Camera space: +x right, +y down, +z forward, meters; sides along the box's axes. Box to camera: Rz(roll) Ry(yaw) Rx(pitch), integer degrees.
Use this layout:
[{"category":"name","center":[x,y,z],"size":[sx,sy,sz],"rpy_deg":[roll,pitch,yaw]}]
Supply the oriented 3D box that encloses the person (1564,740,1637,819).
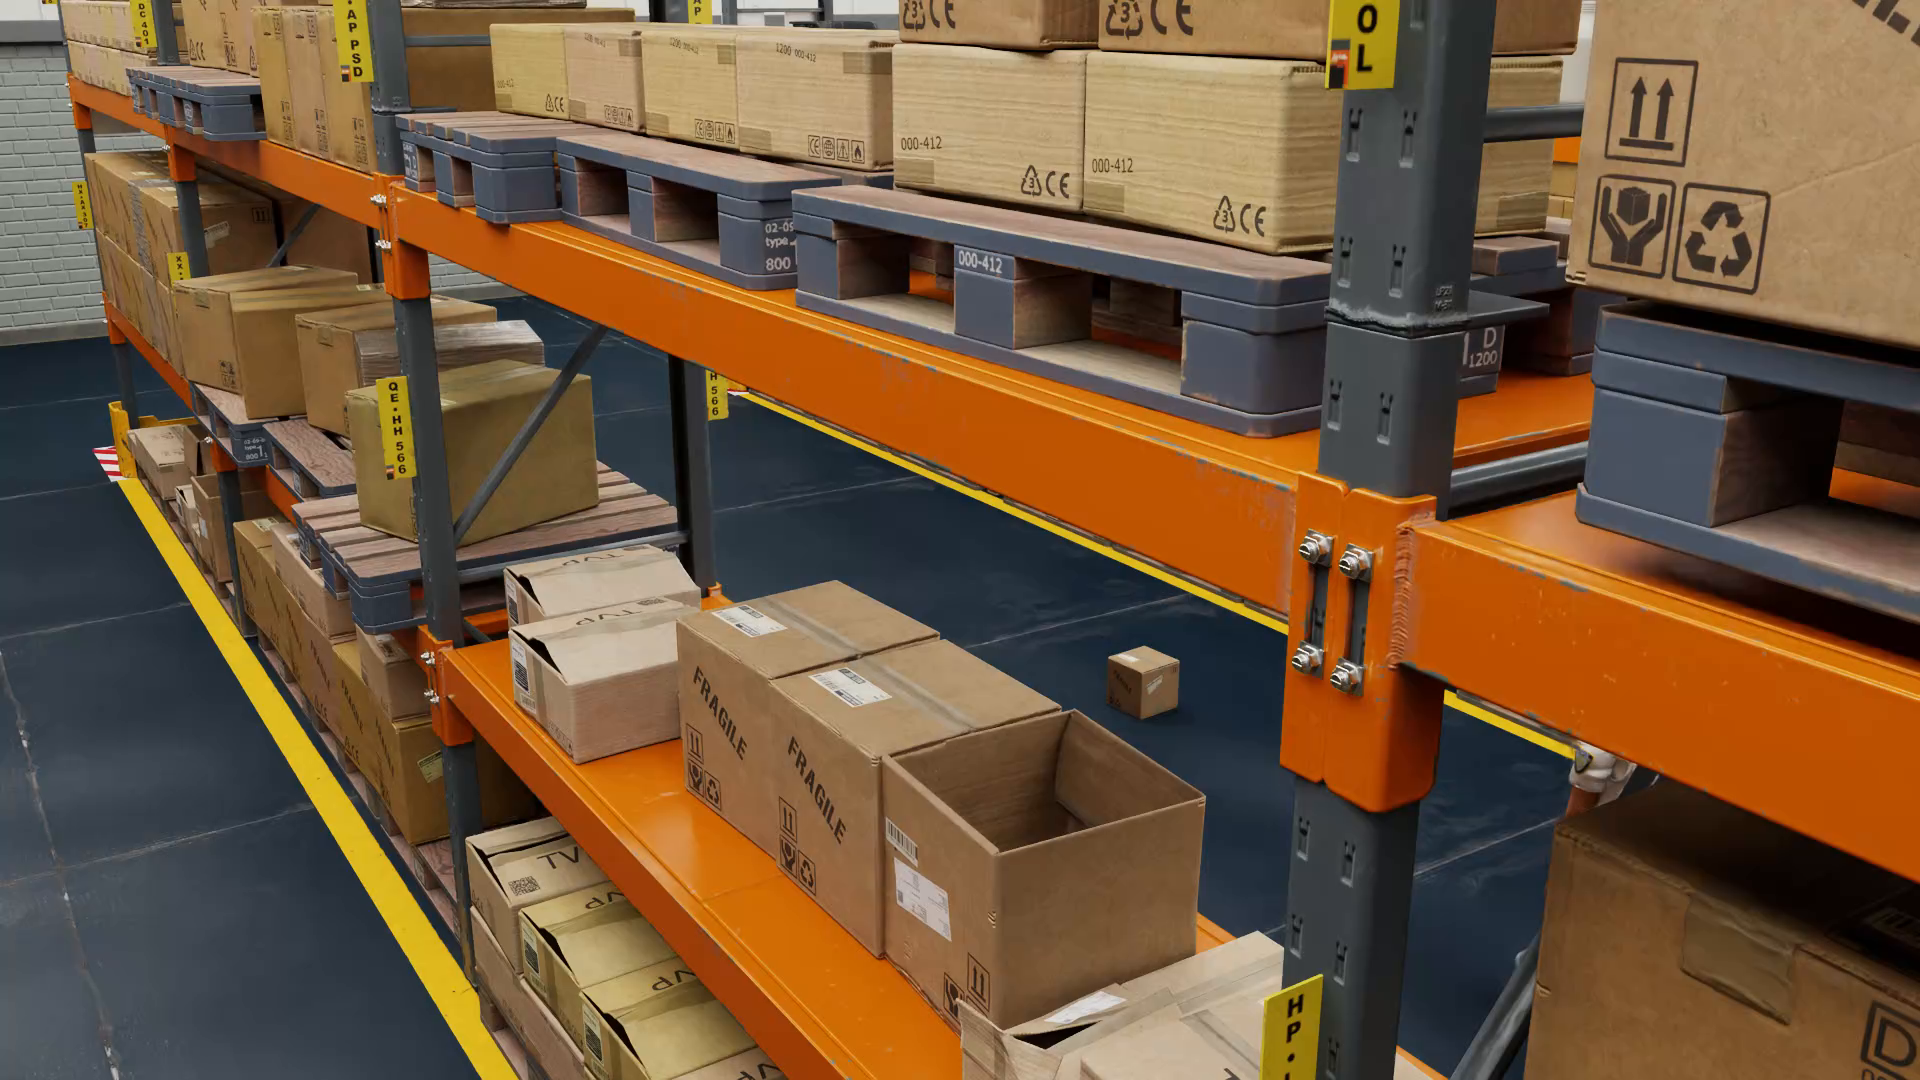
[{"category":"person","center":[2.069,0.973,5.075],"size":[0.490,1.625,0.890],"rpy_deg":[-8,20,-24]}]
